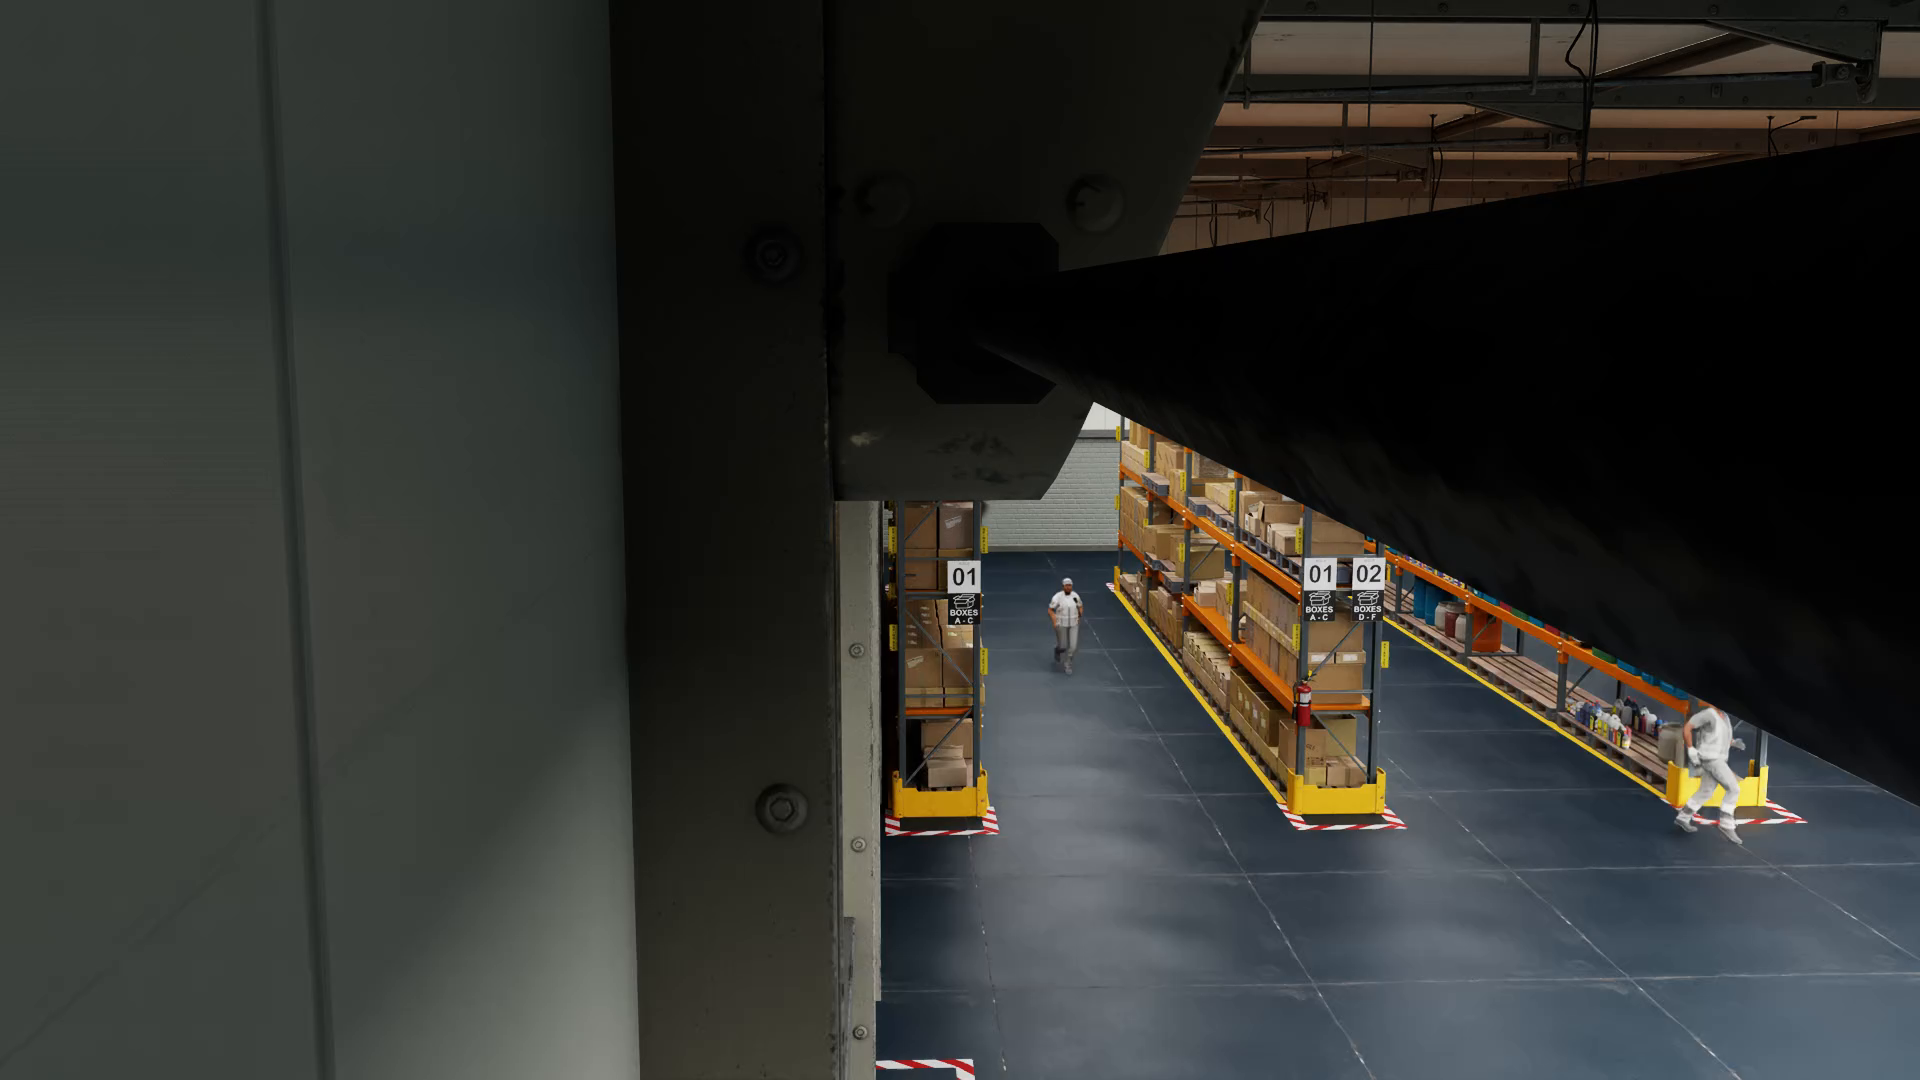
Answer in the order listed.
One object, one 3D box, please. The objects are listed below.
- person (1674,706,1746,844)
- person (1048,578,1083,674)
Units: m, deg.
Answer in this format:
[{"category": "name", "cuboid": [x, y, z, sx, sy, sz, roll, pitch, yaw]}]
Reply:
[{"category": "person", "cuboid": [8.960, 2.624, 19.698, 0.781, 1.769, 0.688, 7, 11, 39]}, {"category": "person", "cuboid": [1.823, 1.453, 28.484, 0.614, 1.631, 0.575, -1, 8, -10]}]
